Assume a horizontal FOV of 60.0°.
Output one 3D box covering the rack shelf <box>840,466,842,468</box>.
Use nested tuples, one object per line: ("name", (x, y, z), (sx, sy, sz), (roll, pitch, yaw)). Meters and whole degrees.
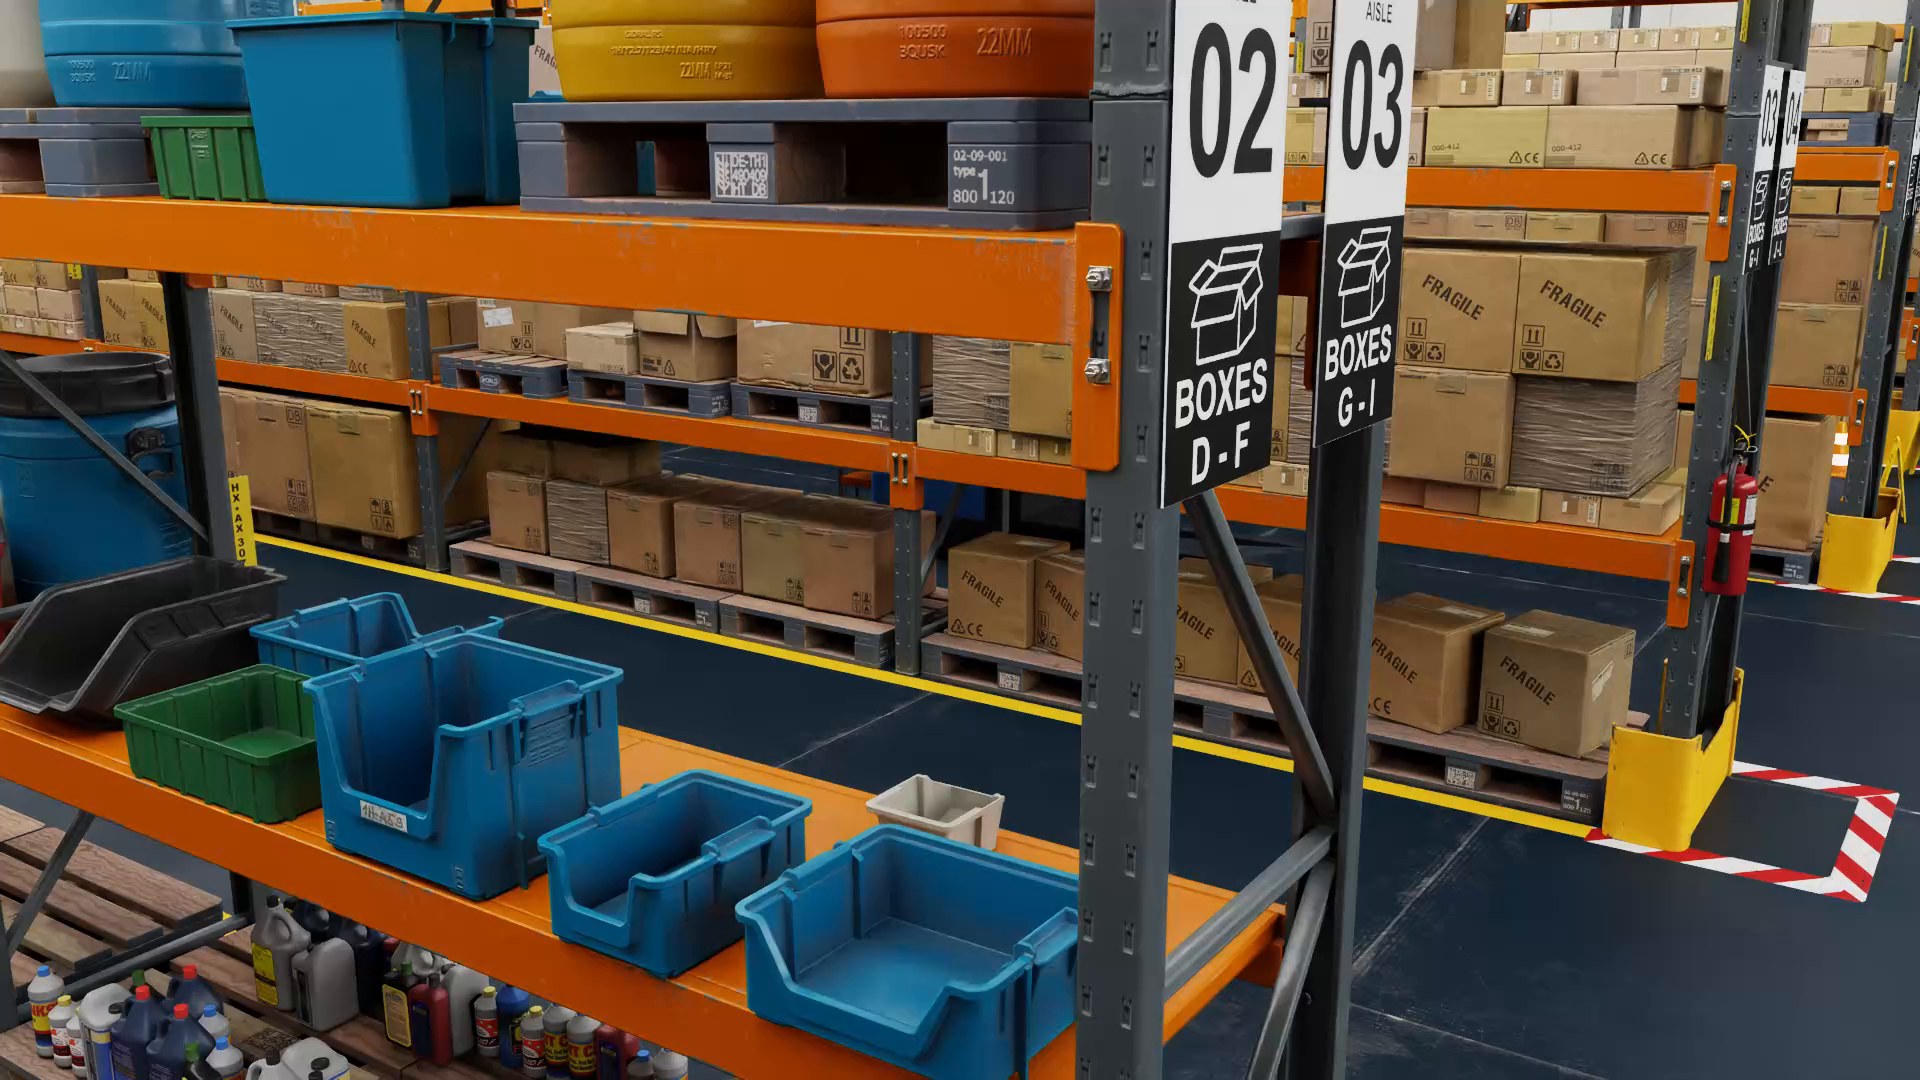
("rack shelf", (-0.645, -0.612, 12.580), (0.480, 0.148, 0.258), (8, 16, 30))

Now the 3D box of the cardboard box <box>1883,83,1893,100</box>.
("cardboard box", (8.177, -3.990, 14.818), (0.250, 0.149, 0.380), (10, 17, 34))

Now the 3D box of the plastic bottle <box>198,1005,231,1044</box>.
("plastic bottle", (-2.173, 1.485, 4.846), (0.097, 0.271, 0.097), (0, 14, 0))

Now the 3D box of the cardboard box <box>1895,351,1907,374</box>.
("cardboard box", (11.016, -2.099, 19.408), (0.500, 0.250, 0.500), (9, 17, 33))

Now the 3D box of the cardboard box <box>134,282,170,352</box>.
("cardboard box", (-6.013, -1.743, 12.913), (0.500, 0.500, 0.500), (9, 17, 33))

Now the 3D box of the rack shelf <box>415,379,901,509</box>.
("rack shelf", (-1.694, -0.719, 10.483), (4.000, 0.370, 1.077), (9, 17, 33))

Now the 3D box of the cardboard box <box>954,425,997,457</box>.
("cardboard box", (0.176, -0.553, 8.838), (0.250, 0.149, 0.380), (9, 17, 33))

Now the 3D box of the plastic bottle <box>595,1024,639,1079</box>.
("plastic bottle", (-0.988, 1.490, 4.801), (0.133, 0.283, 0.061), (10, 17, 34))

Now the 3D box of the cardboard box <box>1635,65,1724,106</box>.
("cardboard box", (2.880, -1.815, 6.655), (0.250, 0.149, 0.380), (9, 17, 33))

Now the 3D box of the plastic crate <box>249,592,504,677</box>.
("plastic crate", (-1.729, 0.354, 4.960), (0.616, 0.251, 0.499), (9, 17, 33))

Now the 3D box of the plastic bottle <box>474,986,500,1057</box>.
("plastic bottle", (-1.431, 1.463, 5.078), (0.097, 0.201, 0.097), (0, 14, 0))

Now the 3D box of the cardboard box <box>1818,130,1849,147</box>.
("cardboard box", (7.937, -3.635, 15.046), (0.250, 0.149, 0.380), (10, 17, 34))

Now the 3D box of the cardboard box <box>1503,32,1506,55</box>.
("cardboard box", (3.777, -3.496, 11.743), (0.250, 0.149, 0.380), (9, 17, 33))

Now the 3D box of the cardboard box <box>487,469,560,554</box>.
("cardboard box", (-2.787, -0.251, 11.381), (0.500, 0.500, 0.700), (8, 16, 30))

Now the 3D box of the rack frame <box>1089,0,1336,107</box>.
("rack frame", (0.520, -2.188, 2.436), (0.127, 3.000, 1.000), (9, 17, 33))

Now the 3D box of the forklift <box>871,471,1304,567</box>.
("forklift", (0.868, -1.295, 11.457), (3.031, 2.935, 1.130), (8, 16, 30))

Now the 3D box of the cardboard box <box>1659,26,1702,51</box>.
("cardboard box", (4.826, -3.326, 11.057), (0.250, 0.149, 0.380), (9, 17, 33))

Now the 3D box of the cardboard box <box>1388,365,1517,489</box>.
("cardboard box", (2.361, -0.579, 7.592), (0.500, 0.500, 0.875), (9, 17, 33))

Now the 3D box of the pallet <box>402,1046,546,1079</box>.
("pallet", (-1.249, 1.803, 4.601), (1.213, 0.211, 1.003), (9, 17, 33))

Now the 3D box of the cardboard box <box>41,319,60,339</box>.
("cardboard box", (-7.323, -1.761, 13.718), (0.250, 0.149, 0.380), (10, 17, 34))

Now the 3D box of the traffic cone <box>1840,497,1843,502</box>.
("traffic cone", (7.401, -0.542, 13.548), (0.334, 0.463, 0.336), (9, 17, 33))

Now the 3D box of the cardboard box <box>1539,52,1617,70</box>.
("cardboard box", (4.326, -3.231, 11.503), (0.500, 0.250, 0.500), (9, 17, 33))

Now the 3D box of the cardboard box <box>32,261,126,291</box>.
("cardboard box", (-7.204, -2.317, 13.573), (0.500, 0.500, 0.500), (10, 17, 34))

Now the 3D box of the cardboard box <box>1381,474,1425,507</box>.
("cardboard box", (2.106, -0.274, 7.711), (0.250, 0.149, 0.380), (9, 17, 33))

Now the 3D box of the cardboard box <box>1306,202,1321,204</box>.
("cardboard box", (4.016, -3.496, 18.501), (0.500, 0.500, 0.500), (8, 16, 31))

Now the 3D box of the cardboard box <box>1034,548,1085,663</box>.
("cardboard box", (0.754, 0.346, 9.010), (0.500, 0.500, 0.500), (-11, 17, -36))

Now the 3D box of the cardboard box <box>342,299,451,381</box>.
("cardboard box", (-3.902, -1.402, 11.536), (0.500, 0.500, 0.500), (10, 17, 35))

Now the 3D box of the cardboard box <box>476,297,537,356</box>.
("cardboard box", (-2.883, -1.524, 11.157), (0.500, 0.500, 0.500), (7, 15, 26))

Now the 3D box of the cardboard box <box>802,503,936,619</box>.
("cardboard box", (-0.532, 0.113, 9.910), (0.500, 0.500, 0.700), (8, 16, 29))

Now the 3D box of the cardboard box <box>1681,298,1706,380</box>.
("cardboard box", (5.335, -1.422, 11.513), (0.550, 0.550, 0.875), (9, 17, 33))

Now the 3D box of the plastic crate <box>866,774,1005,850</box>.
("plastic crate", (-0.043, 0.668, 3.932), (0.250, 0.136, 0.298), (9, 17, 33))

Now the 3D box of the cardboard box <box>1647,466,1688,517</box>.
("cardboard box", (3.181, -0.227, 7.522), (0.250, 0.149, 0.380), (9, 17, 33))

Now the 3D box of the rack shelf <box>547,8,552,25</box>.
("rack shelf", (-2.161, -4.949, 15.917), (4.000, 0.370, 1.077), (9, 17, 33))

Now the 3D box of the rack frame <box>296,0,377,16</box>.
("rack frame", (-7.140, -6.297, 19.033), (0.127, 3.000, 1.000), (9, 17, 33))

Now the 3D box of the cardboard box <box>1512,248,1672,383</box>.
("cardboard box", (2.690, -0.966, 7.077), (0.500, 0.500, 0.500), (9, 17, 33))

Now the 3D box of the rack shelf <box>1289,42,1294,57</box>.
("rack shelf", (3.285, -6.940, 23.959), (4.000, 0.370, 1.077), (9, 17, 33))

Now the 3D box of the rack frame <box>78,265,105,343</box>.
("rack frame", (-6.673, -1.873, 13.647), (0.127, 3.000, 1.000), (9, 17, 33))

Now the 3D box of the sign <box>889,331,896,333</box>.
("sign", (-0.342, -1.251, 8.725), (0.005, 0.325, 0.100), (9, 17, 33))

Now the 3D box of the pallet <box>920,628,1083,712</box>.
("pallet", (0.542, 0.637, 9.313), (1.213, 0.211, 1.003), (9, 17, 33))

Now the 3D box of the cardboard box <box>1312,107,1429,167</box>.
("cardboard box", (1.906, -1.798, 7.413), (0.500, 0.250, 0.500), (10, 17, 34))

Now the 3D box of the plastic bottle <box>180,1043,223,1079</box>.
("plastic bottle", (-2.090, 1.539, 4.600), (0.133, 0.283, 0.061), (10, 17, 35))

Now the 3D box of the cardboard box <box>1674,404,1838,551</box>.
("cardboard box", (5.537, -0.489, 11.605), (0.875, 0.875, 0.875), (9, 17, 33))

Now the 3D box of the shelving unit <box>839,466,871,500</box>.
("shelving unit", (-0.645, -0.678, 12.564), (0.503, 1.200, 0.258), (8, 16, 30))

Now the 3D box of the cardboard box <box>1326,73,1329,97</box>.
("cardboard box", (1.804, -1.991, 7.365), (0.250, 0.149, 0.380), (8, 16, 30))

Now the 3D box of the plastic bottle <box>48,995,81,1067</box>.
("plastic bottle", (-2.695, 1.476, 5.026), (0.097, 0.201, 0.097), (0, 14, 0))

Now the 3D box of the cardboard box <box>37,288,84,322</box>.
("cardboard box", (-7.186, -1.951, 13.657), (0.500, 0.250, 0.500), (9, 16, 32))

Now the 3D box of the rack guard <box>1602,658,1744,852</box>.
("rack guard", (3.221, 0.940, 7.487), (0.348, 0.500, 1.175), (9, 17, 33))

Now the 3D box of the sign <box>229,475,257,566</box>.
("sign", (-2.483, -0.055, 5.727), (0.005, 0.325, 0.100), (9, 17, 33))

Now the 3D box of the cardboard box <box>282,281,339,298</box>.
("cardboard box", (-4.491, -2.061, 12.112), (0.637, 0.503, 0.797), (10, 17, 34))

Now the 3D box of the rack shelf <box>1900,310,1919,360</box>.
("rack shelf", (7.156, -2.159, 16.298), (4.000, 0.370, 1.077), (9, 17, 33))

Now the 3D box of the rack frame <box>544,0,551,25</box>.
("rack frame", (-3.821, -5.760, 16.866), (0.127, 3.000, 1.000), (9, 17, 33))

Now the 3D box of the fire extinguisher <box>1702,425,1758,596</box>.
("fire extinguisher", (3.122, -0.119, 6.722), (0.183, 0.674, 0.296), (9, 17, 33))

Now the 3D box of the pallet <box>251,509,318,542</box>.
("pallet", (-4.974, -0.267, 12.964), (1.213, 0.211, 1.003), (9, 17, 33))

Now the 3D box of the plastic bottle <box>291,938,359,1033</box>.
("plastic bottle", (-2.006, 1.384, 5.244), (0.135, 0.276, 0.152), (9, 17, 33))

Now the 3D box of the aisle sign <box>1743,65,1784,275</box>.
("aisle sign", (3.168, -1.457, 6.558), (0.004, 0.787, 0.394), (9, 17, 33))

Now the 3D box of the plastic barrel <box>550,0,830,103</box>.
("plastic barrel", (-0.497, -1.155, 3.238), (0.600, 0.588, 0.600), (0, 14, 0))

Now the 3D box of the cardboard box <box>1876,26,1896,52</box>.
("cardboard box", (6.037, -3.321, 11.035), (0.250, 0.149, 0.380), (9, 17, 33))

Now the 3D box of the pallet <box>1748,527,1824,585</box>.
("pallet", (5.429, 0.023, 11.791), (1.213, 0.211, 1.003), (9, 17, 33))

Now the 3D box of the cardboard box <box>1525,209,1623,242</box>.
("cardboard box", (4.441, -2.096, 11.989), (0.500, 0.550, 0.875), (9, 17, 33))

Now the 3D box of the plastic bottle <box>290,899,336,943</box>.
("plastic bottle", (-2.104, 1.289, 5.472), (0.185, 0.351, 0.144), (9, 16, 31))
